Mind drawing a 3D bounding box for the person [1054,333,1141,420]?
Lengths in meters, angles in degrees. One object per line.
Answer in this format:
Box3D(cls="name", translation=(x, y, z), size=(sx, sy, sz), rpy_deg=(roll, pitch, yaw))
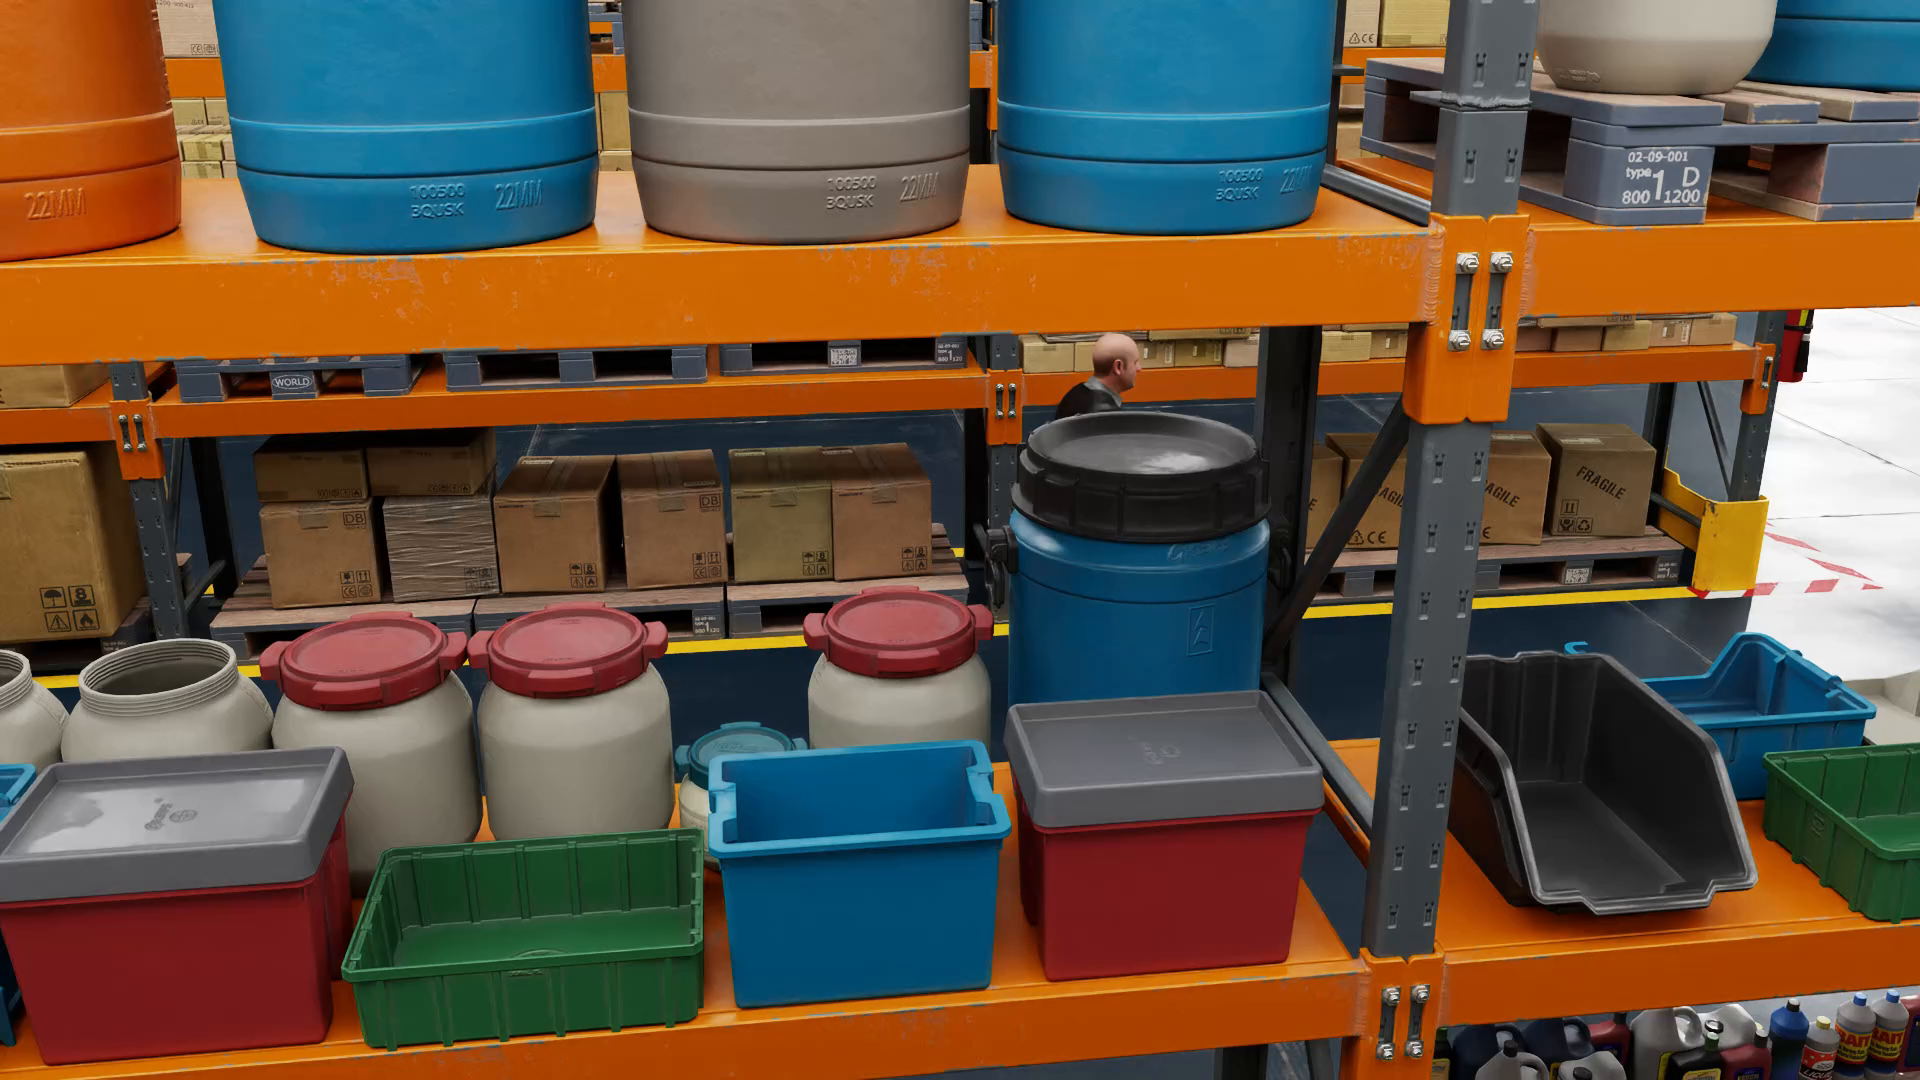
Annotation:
Box3D(cls="person", translation=(0.577, -0.046, 7.237), size=(0.424, 1.719, 0.579), rpy_deg=(-4, 20, -10))
